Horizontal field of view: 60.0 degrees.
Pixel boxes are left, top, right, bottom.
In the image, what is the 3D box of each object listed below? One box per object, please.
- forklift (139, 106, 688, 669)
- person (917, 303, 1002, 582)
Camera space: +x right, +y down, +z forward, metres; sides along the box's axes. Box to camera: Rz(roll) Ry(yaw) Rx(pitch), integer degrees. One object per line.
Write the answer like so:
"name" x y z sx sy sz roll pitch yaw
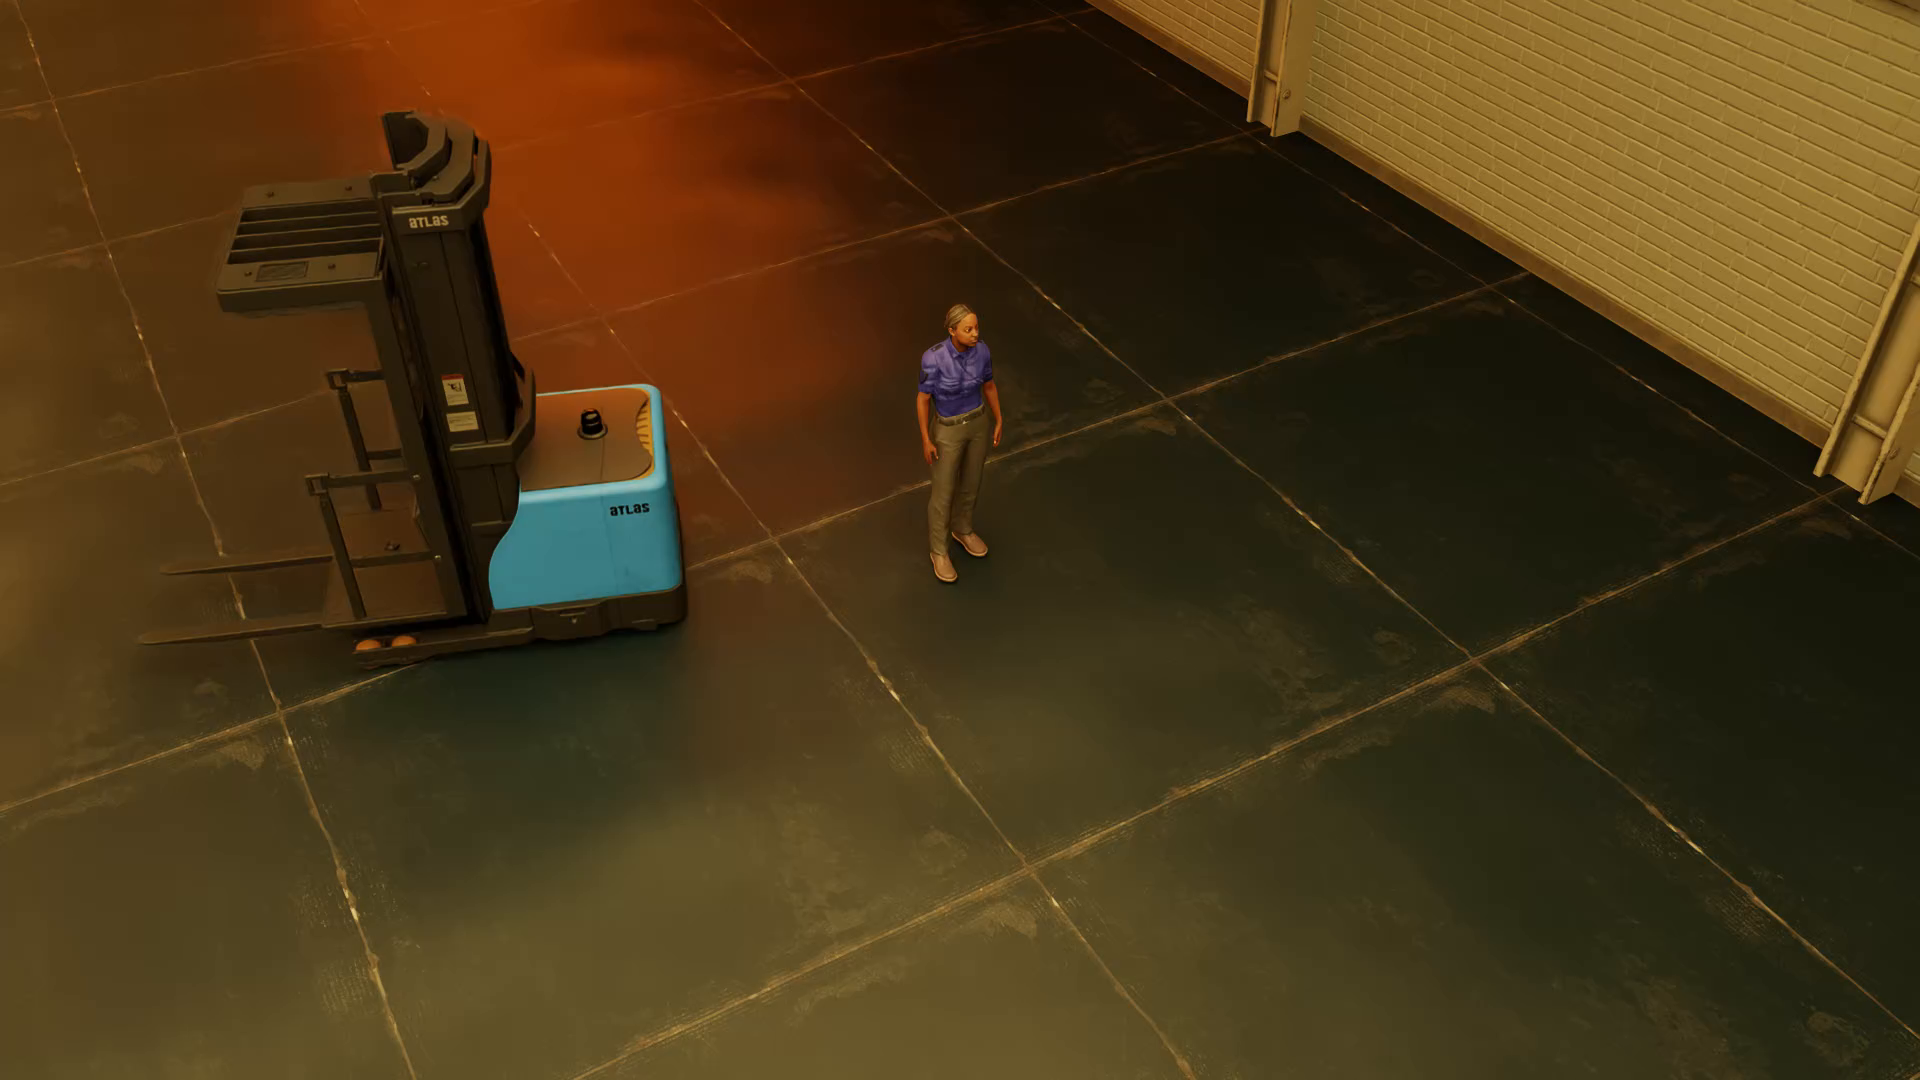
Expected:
"forklift" -3.160 -0.763 8.956 3.031 2.935 1.130 -7 40 -8
"person" 0.027 -0.587 9.733 0.569 1.654 0.504 -20 44 -23
